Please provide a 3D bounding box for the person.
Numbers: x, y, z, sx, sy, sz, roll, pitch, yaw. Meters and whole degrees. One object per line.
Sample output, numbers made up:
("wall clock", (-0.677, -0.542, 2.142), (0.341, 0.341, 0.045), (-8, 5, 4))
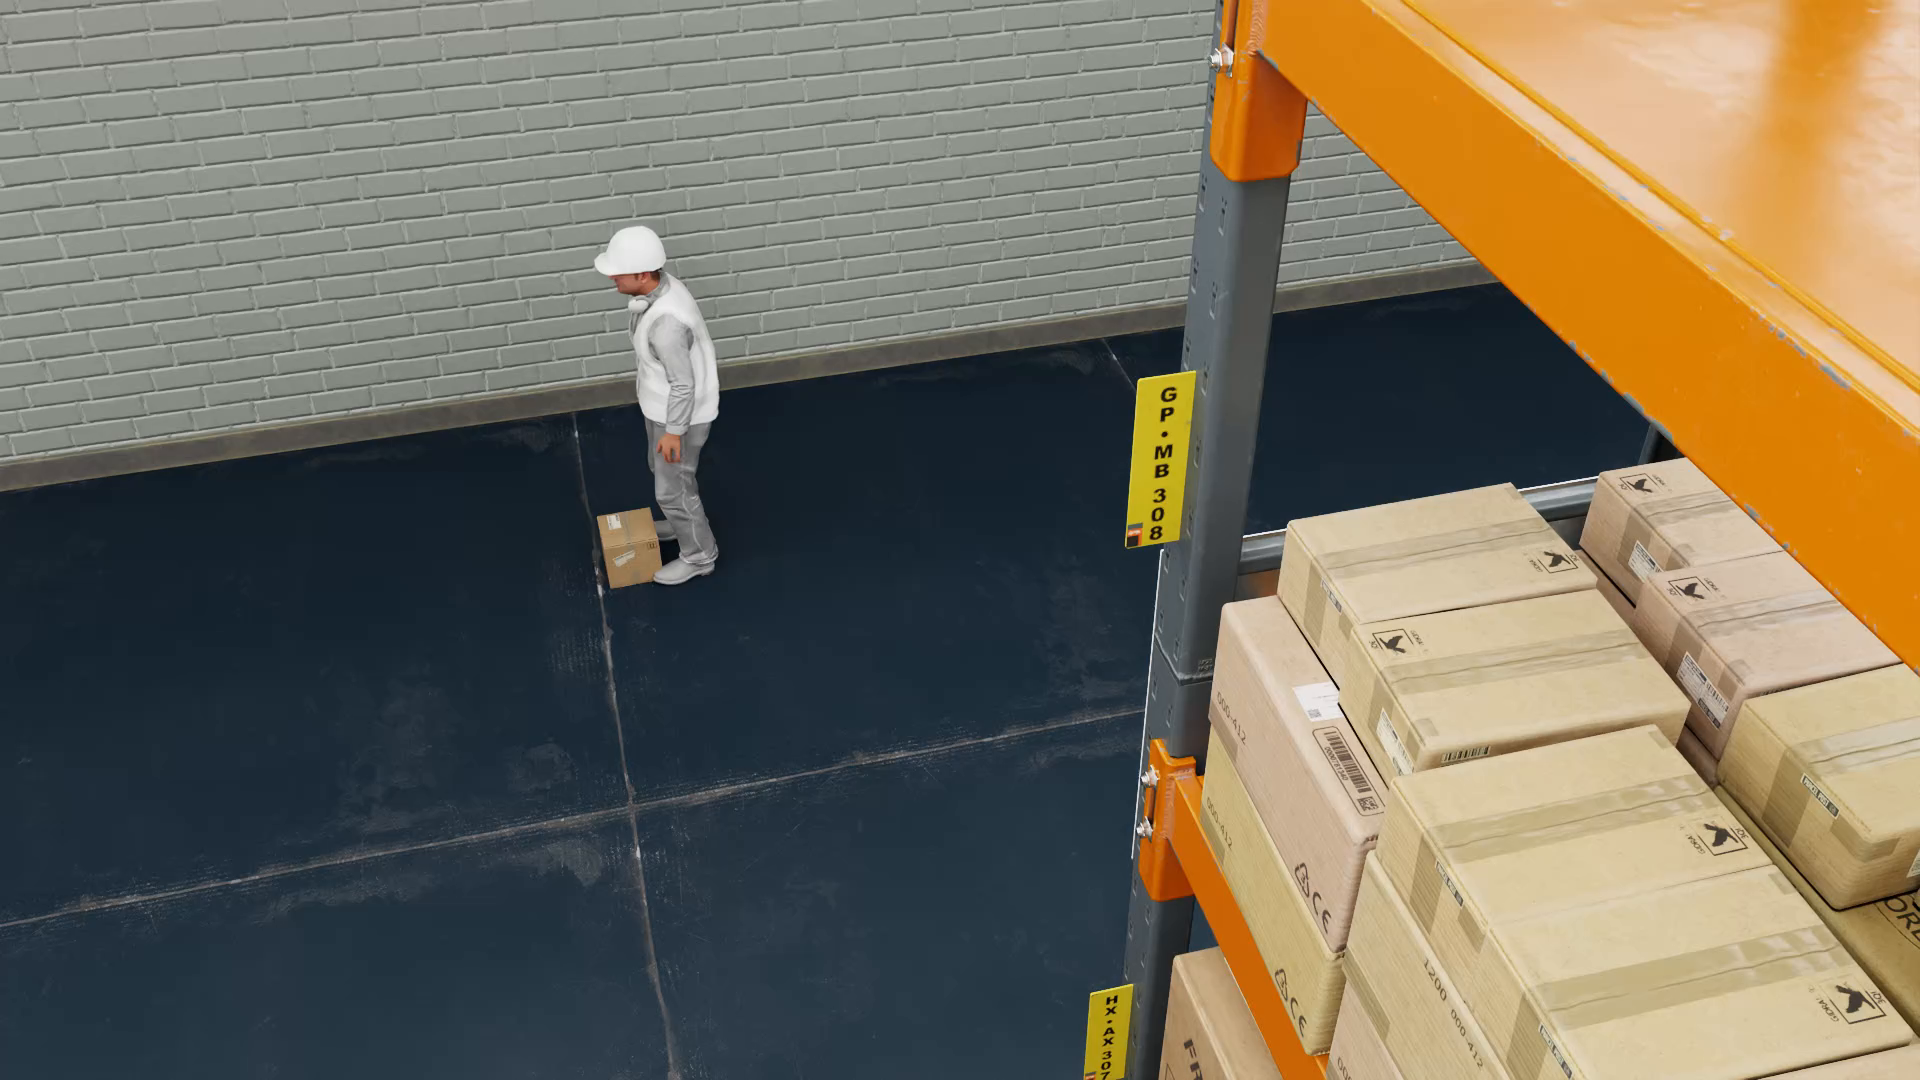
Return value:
("person", (-1.300, -0.605, 7.405), (0.457, 1.773, 0.594), (-11, 39, -14))
